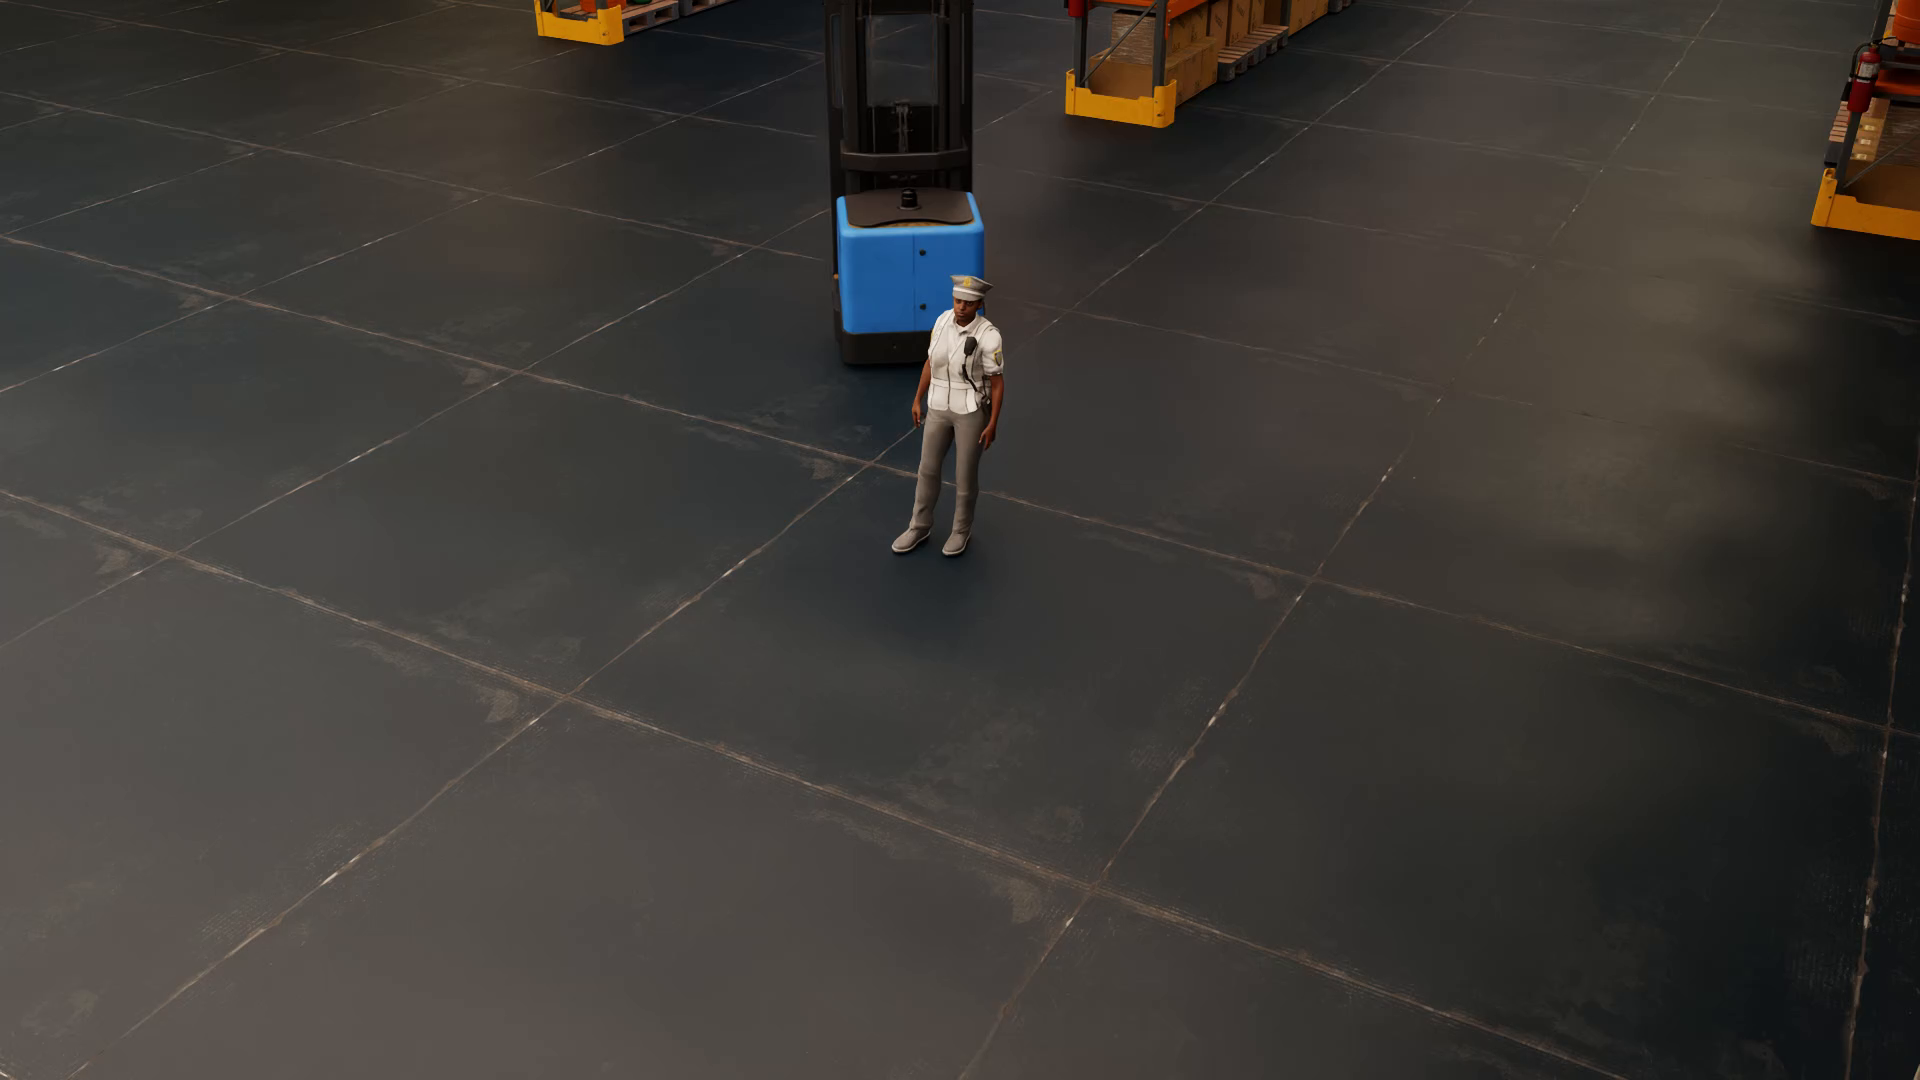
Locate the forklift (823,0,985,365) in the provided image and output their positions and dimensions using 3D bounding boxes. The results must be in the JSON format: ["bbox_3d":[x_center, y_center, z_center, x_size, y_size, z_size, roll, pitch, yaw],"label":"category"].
[{"bbox_3d":[-0.475,-3.253,12.708,1.130,2.935,3.031,-3,30,-5],"label":"forklift"}]

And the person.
[{"bbox_3d":[-0.054,-0.712,9.527,0.569,1.694,0.530,15,33,25],"label":"person"}]
